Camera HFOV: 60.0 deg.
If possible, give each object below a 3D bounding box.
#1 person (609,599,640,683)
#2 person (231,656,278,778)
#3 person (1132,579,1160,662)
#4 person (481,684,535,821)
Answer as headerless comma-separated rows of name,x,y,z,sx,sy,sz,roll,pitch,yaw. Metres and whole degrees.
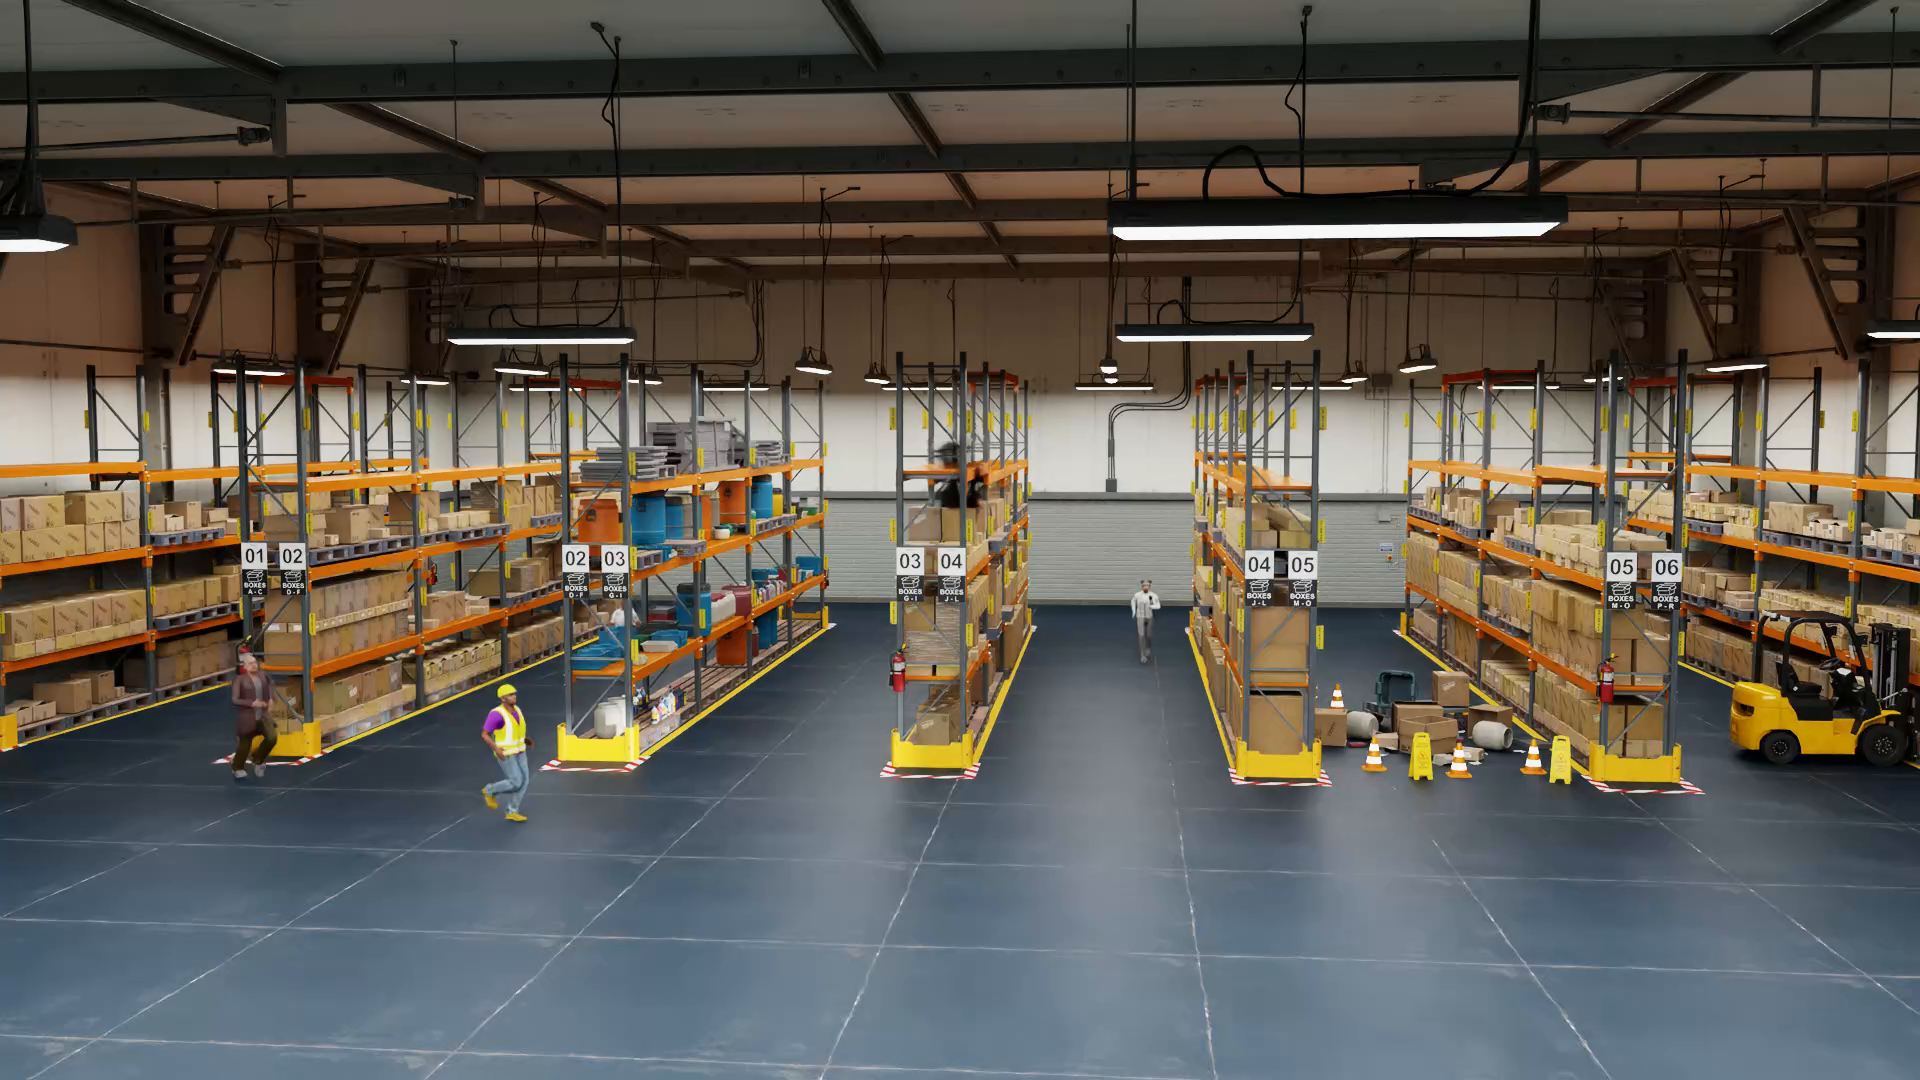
person,-6.481,1.885,32.114,0.593,1.663,0.727,0,4,-4
person,-9.826,2.467,23.175,0.899,1.738,0.730,3,5,40
person,3.898,1.655,34.861,0.600,1.699,0.926,0,4,6
person,-5.685,2.664,20.881,0.589,1.719,0.702,2,4,24
